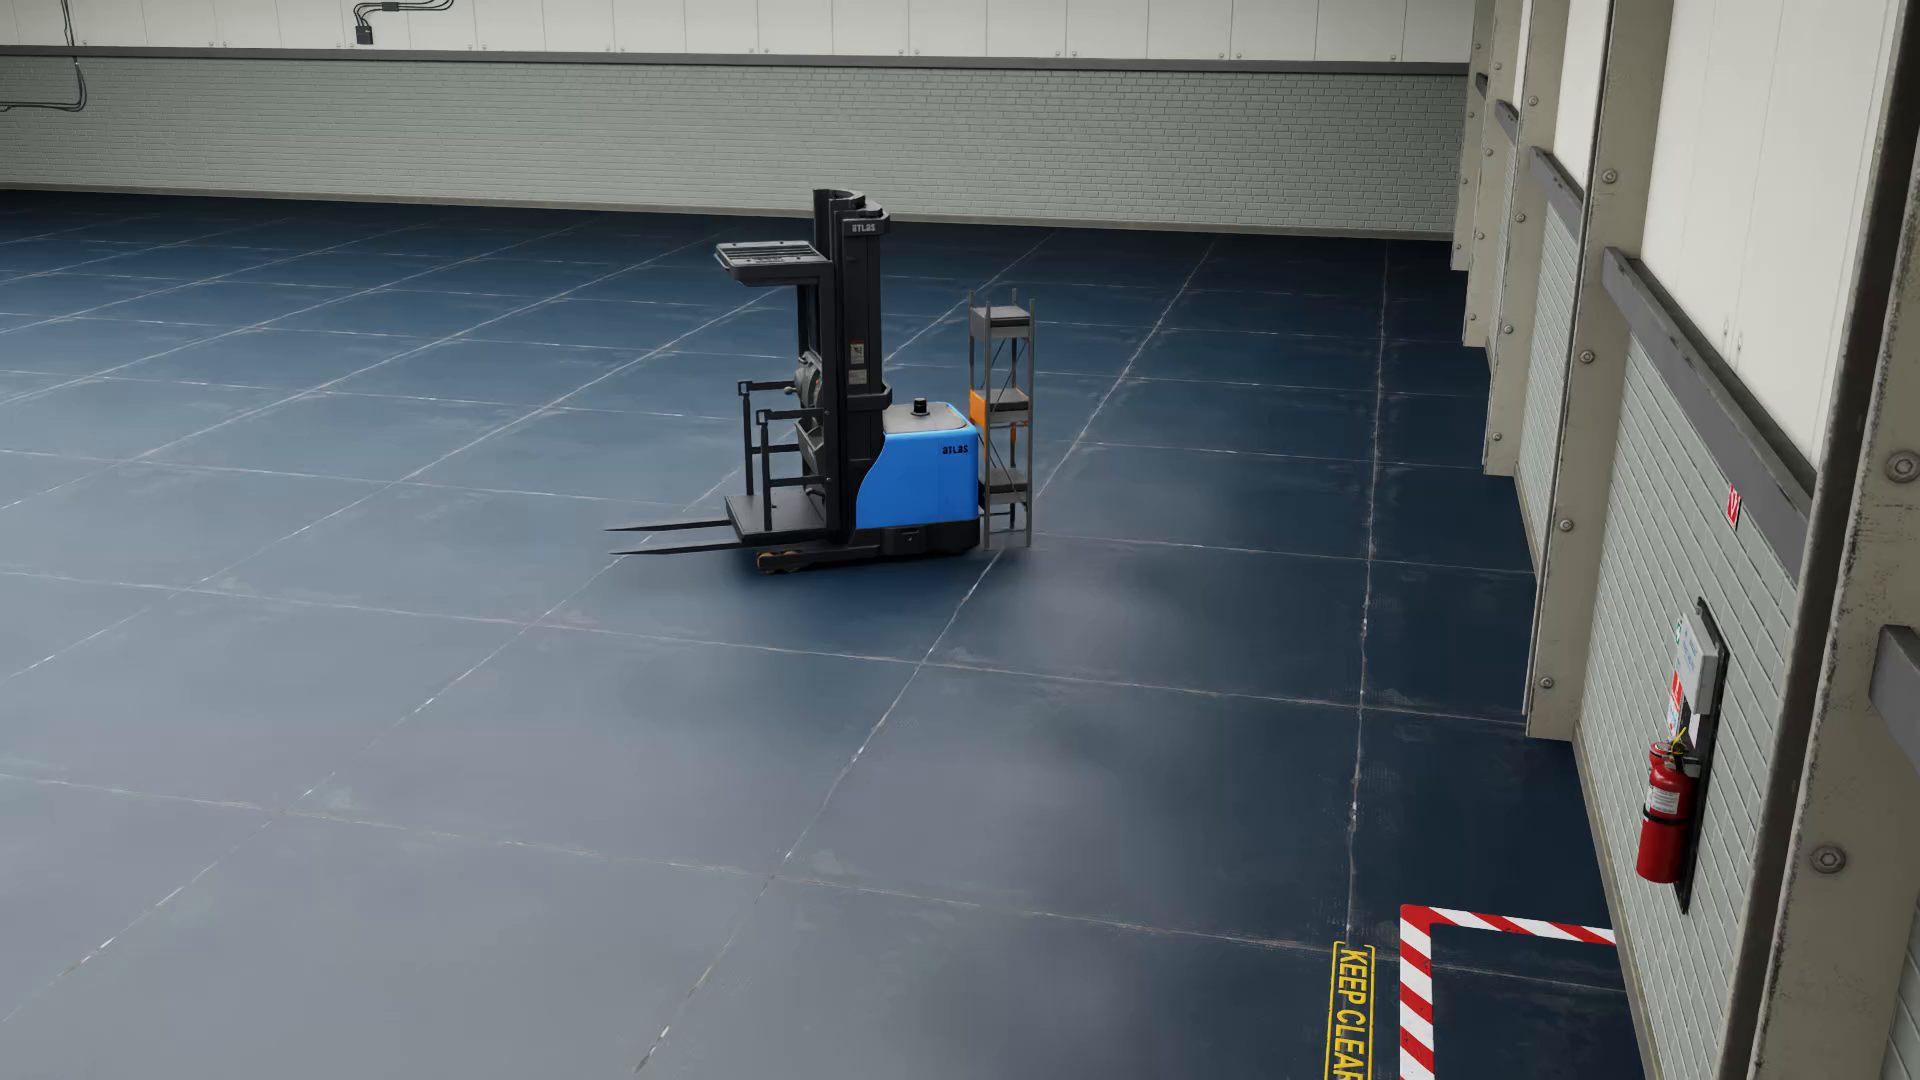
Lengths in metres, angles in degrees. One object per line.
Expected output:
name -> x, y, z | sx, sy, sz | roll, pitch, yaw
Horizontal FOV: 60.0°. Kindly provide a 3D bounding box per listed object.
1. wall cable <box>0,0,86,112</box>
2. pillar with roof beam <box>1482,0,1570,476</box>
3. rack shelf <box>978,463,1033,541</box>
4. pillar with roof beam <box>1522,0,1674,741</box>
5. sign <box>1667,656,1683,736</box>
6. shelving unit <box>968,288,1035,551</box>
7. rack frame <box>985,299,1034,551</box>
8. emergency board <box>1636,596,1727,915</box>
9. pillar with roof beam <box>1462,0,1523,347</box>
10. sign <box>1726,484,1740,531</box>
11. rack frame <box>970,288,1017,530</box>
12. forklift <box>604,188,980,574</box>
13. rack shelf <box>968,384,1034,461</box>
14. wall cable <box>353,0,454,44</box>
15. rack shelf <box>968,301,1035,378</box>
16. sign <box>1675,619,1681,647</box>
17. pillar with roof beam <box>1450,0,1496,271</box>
wall cable -> -20.357, -10.541, 35.930 | 3.097, 2.526, 0.112 | 5, 19, 13
pillar with roof beam -> 1.080, -5.283, 15.731 | 9.100, 9.000, 0.400 | 5, 19, 13
rack shelf -> 0.339, -0.325, 14.098 | 0.431, 0.518, 0.480 | -5, 19, -14
pillar with roof beam -> -0.386, -3.402, 10.225 | 9.100, 9.000, 0.400 | 5, 19, 13
sign -> 3.198, 0.704, 7.431 | 0.001, 0.329, 0.234 | 5, 19, 13
shelving unit -> 0.339, -1.000, 13.868 | 0.431, 2.100, 0.503 | -5, 19, -14
rack frame -> 0.403, -0.924, 13.645 | 0.400, 2.100, 0.015 | -5, 19, -14
emergency board -> 2.963, 0.886, 6.953 | 0.194, 1.169, 0.643 | 5, 19, 13
pillar with roof beam -> 2.546, -7.163, 21.237 | 9.100, 9.000, 0.400 | 5, 19, 13
sign -> 3.062, -0.206, 6.562 | 0.001, 0.298, 0.199 | 5, 19, 13
rack frame -> 0.275, -1.076, 14.091 | 0.400, 2.100, 0.015 | -5, 19, -14
forklift -> -1.409, -1.303, 13.467 | 3.031, 2.935, 1.130 | -5, 19, -14
rack shelf -> 0.339, -0.987, 13.872 | 0.431, 0.518, 0.480 | -5, 19, -14
wall cable -> -11.155, -12.865, 32.669 | 2.305, 6.003, 0.169 | 5, 19, 13
rack shelf -> 0.339, -1.650, 13.646 | 0.431, 0.518, 0.480 | -5, 19, -14
sign -> 3.188, 0.454, 7.343 | 0.001, 0.109, 0.331 | 5, 19, 13
pillar with roof beam -> 4.012, -9.044, 26.743 | 9.100, 9.000, 0.400 | 5, 19, 13
